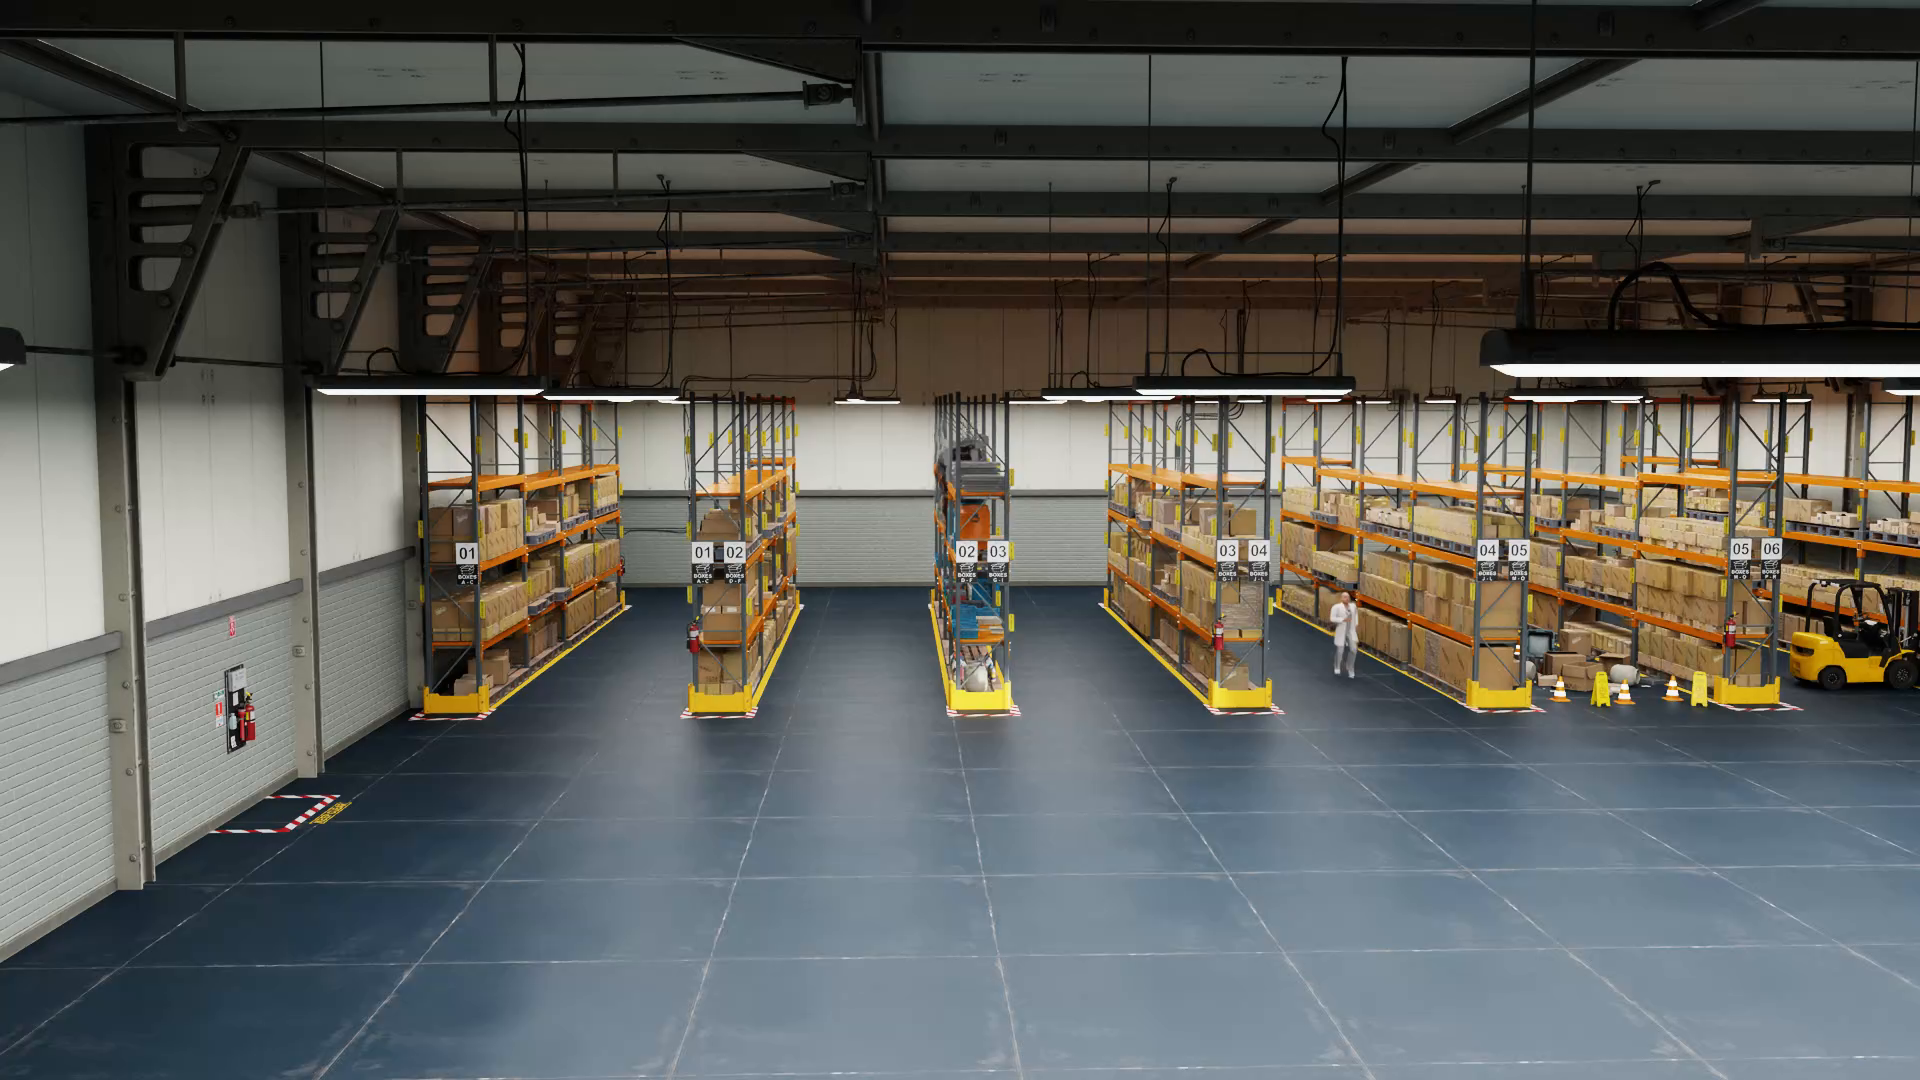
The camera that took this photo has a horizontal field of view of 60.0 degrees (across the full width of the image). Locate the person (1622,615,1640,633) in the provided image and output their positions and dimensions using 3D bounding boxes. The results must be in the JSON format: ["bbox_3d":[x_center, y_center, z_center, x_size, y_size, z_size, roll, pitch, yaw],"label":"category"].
[{"bbox_3d":[16.605,1.621,41.040,0.593,1.622,0.546,-1,5,-9],"label":"person"}]

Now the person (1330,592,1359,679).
[{"bbox_3d":[8.145,2.021,35.218,0.709,1.856,0.840,-1,5,-7],"label":"person"}]

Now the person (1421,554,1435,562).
[{"bbox_3d":[13.792,0.956,49.284,0.654,1.681,0.598,1,5,11],"label":"person"}]

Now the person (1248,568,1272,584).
[{"bbox_3d":[7.981,1.294,44.453,0.718,1.776,0.928,1,5,7],"label":"person"}]
